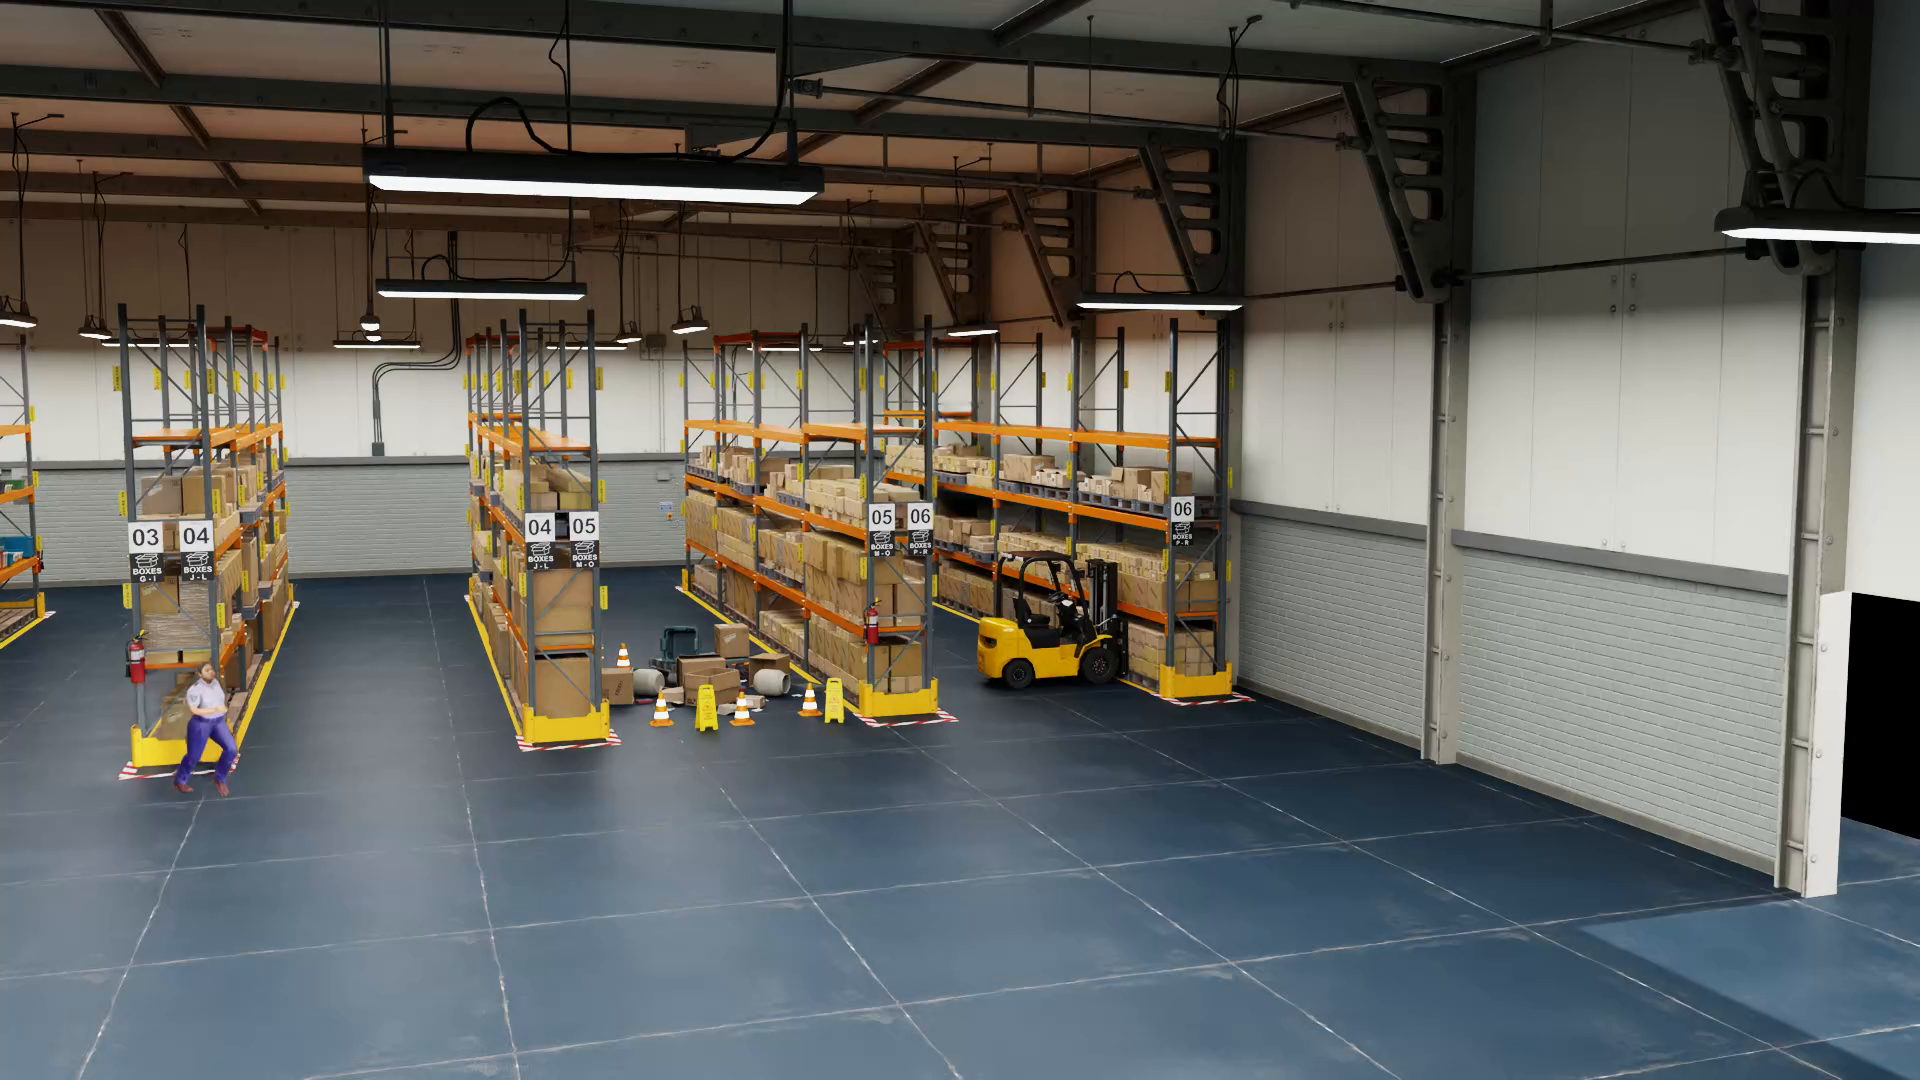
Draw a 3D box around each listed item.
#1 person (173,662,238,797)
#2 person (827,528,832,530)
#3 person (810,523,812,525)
[{"bbox_3d":[-9.104,2.287,20.116,0.841,1.669,0.613,3,6,25],"label":"person"},{"bbox_3d":[-2.969,0.575,37.628,0.686,1.722,0.589,-3,6,-28],"label":"person"},{"bbox_3d":[-3.574,0.428,39.508,0.600,1.735,0.851,-4,7,-36],"label":"person"}]
